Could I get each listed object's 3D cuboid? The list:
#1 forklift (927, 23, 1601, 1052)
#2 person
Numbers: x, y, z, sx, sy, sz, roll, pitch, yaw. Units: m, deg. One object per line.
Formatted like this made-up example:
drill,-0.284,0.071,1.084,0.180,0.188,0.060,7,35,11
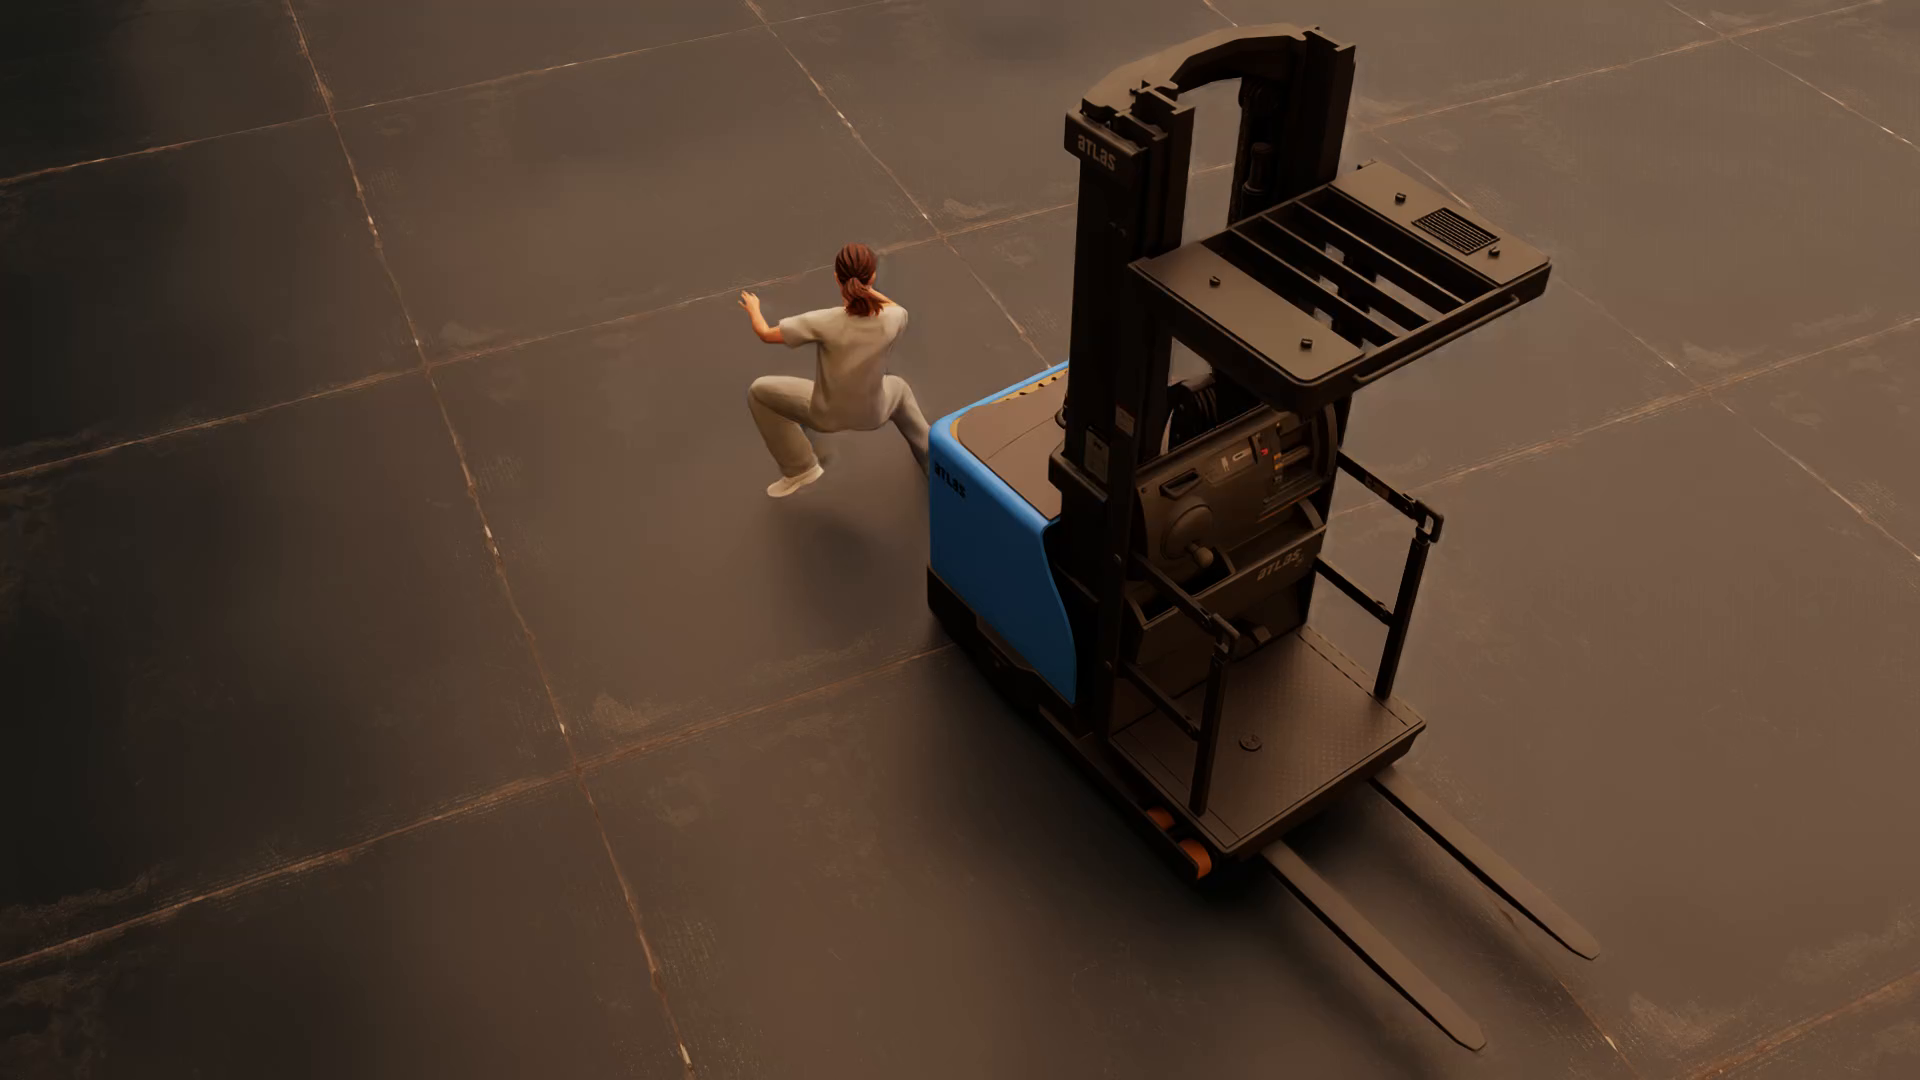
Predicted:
forklift,1.128,-0.141,5.831,1.130,2.935,3.031,-26,49,-26
person,-0.521,-0.791,7.626,0.929,1.423,0.697,-10,44,-10
